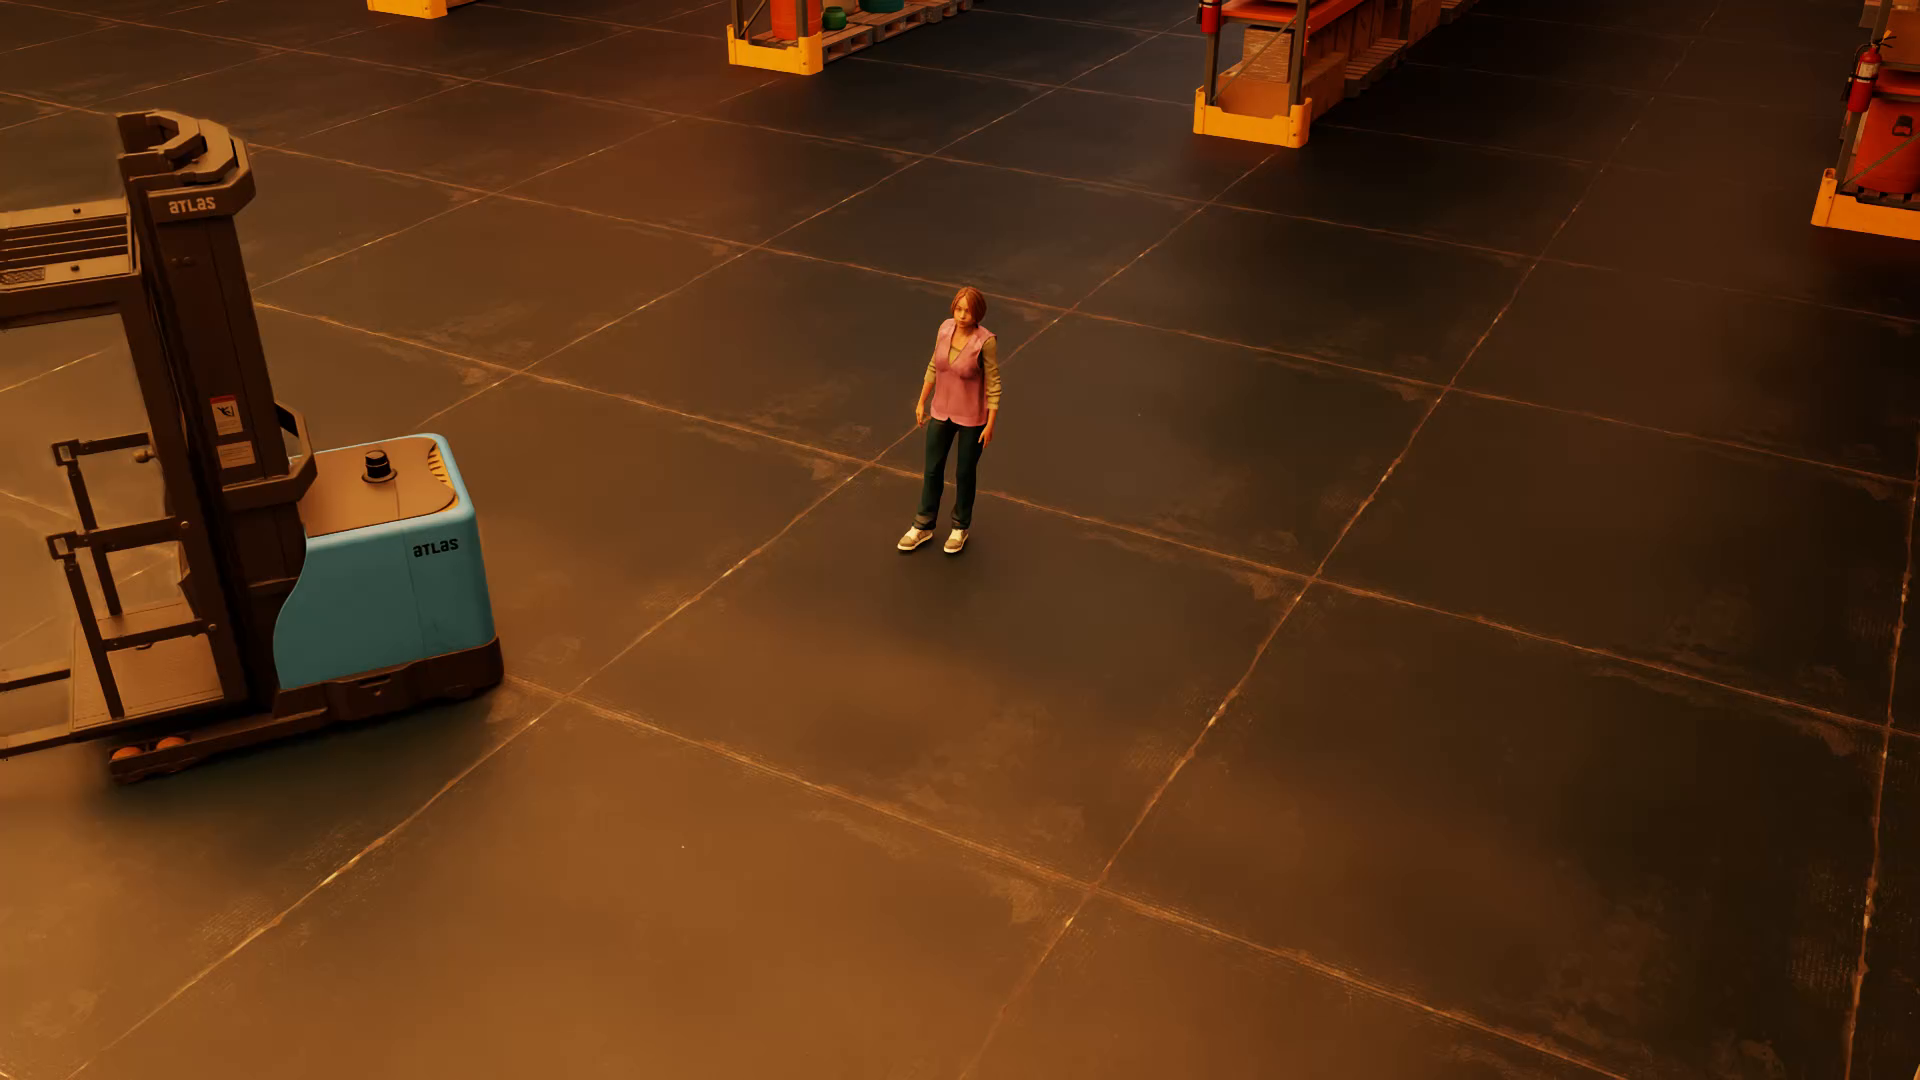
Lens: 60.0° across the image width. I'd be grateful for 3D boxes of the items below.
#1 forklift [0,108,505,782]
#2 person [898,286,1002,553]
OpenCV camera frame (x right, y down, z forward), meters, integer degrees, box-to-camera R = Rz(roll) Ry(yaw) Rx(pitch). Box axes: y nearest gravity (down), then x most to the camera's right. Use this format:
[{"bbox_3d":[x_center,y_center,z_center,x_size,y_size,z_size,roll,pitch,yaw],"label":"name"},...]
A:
[{"bbox_3d":[-3.933,-0.408,7.777,3.031,2.935,1.130,-13,32,-21],"label":"forklift"},{"bbox_3d":[-0.048,-0.669,9.550,0.520,1.597,0.476,15,33,25],"label":"person"}]
